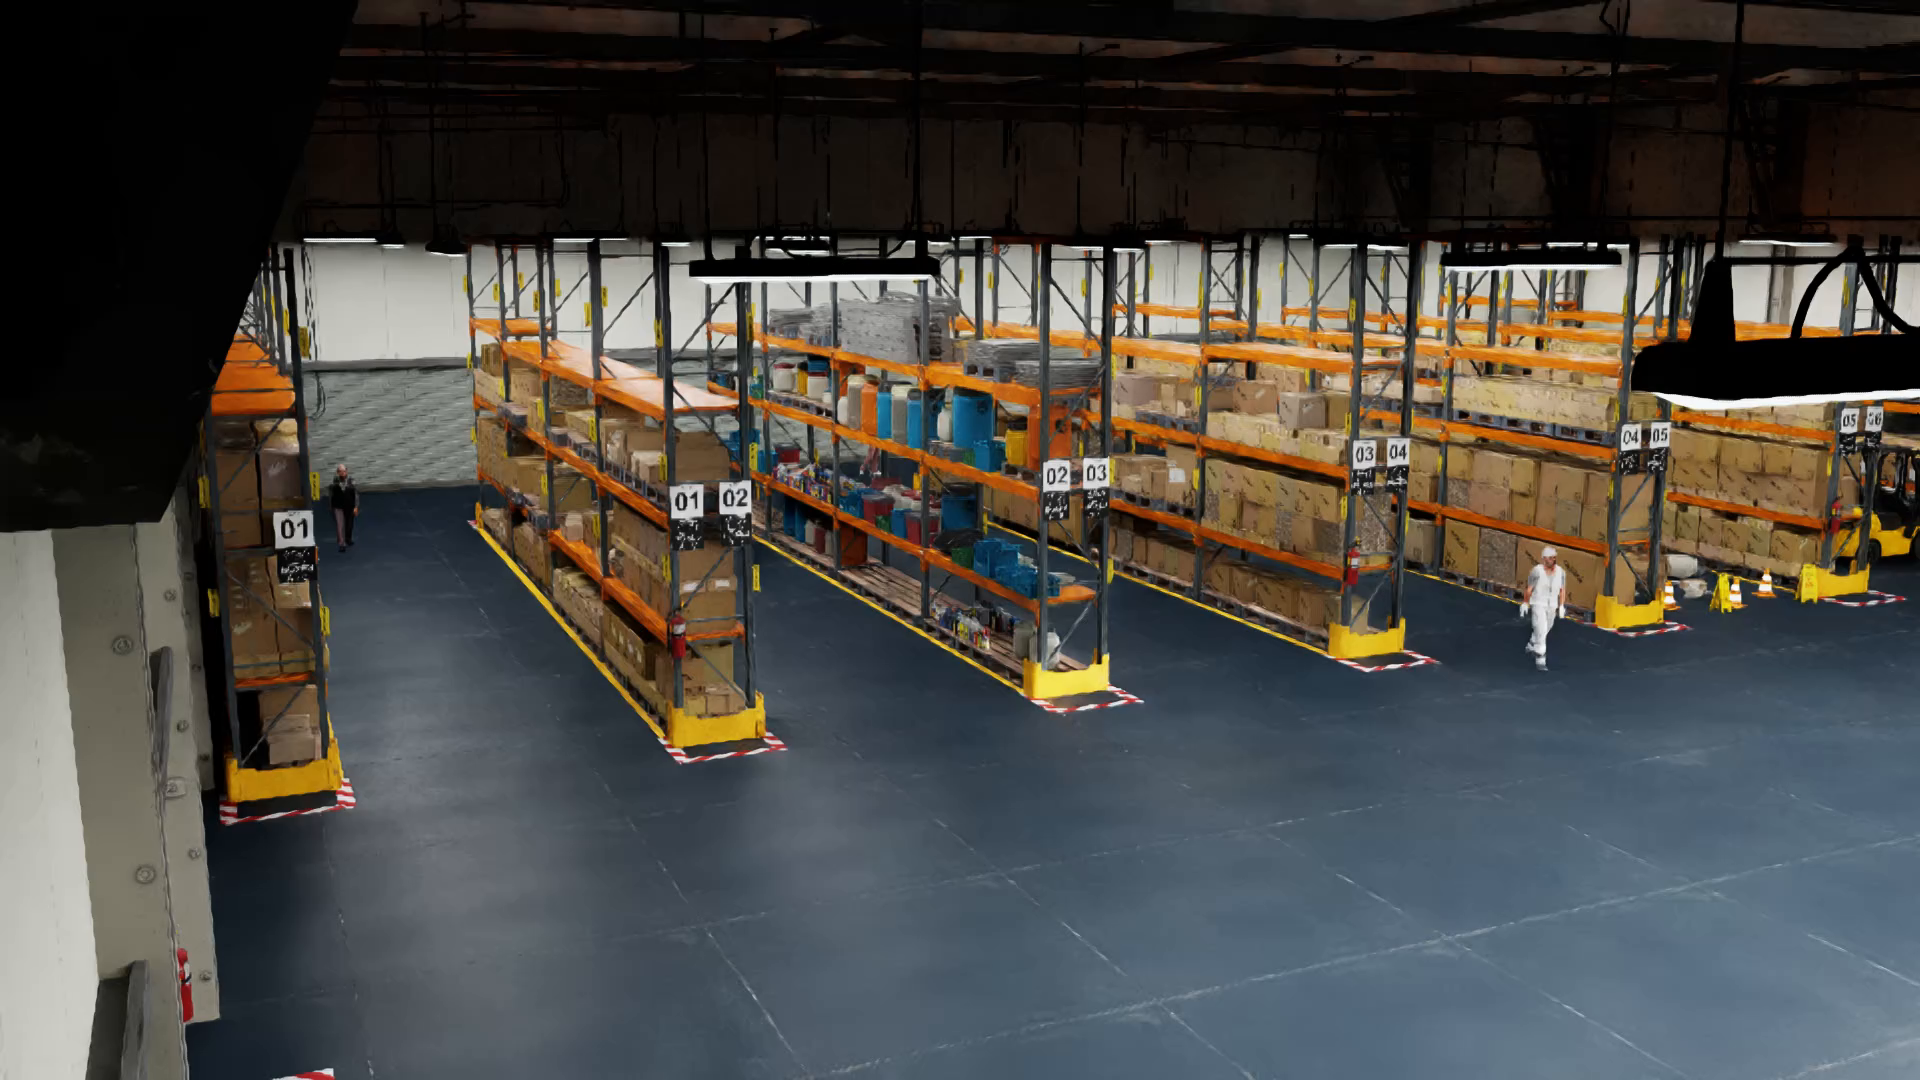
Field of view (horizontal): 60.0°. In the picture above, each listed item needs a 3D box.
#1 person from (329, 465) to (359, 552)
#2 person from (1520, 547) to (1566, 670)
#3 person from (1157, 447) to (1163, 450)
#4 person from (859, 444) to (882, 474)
[{"bbox_3d":[-11.843,-0.593,32.046,0.543,1.557,1.119,-5,12,-26],"label":"person"},{"bbox_3d":[8.334,0.937,23.727,0.580,1.750,0.955,-2,11,-8],"label":"person"},{"bbox_3d":[5.584,-3.370,45.924,0.611,1.753,0.579,2,11,12],"label":"person"},{"bbox_3d":[-2.237,-2.436,41.337,0.474,1.666,0.654,5,12,22],"label":"person"}]
